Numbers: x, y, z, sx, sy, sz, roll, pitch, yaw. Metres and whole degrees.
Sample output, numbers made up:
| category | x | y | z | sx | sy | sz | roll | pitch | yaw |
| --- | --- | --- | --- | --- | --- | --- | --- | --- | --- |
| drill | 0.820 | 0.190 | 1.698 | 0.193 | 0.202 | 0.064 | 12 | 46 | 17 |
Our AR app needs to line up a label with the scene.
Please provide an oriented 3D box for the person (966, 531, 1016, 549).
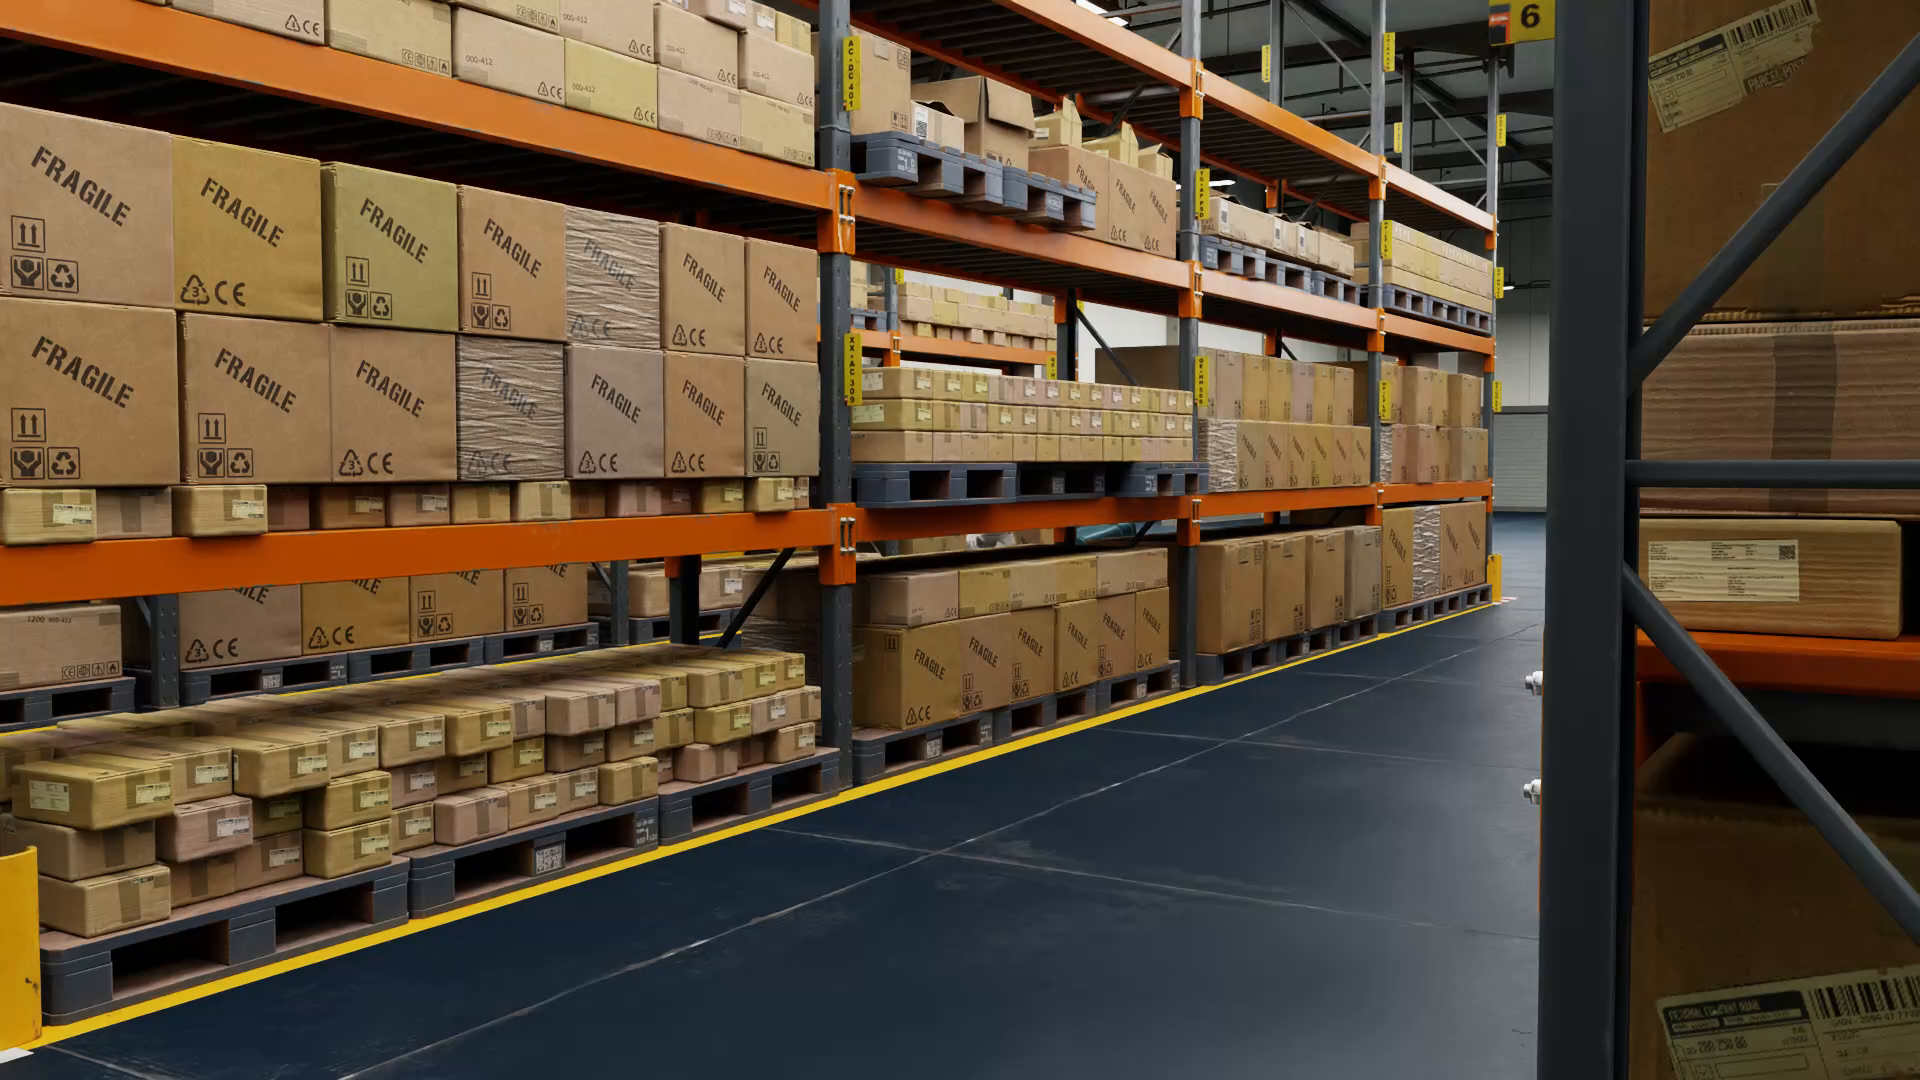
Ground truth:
| category | x | y | z | sx | sy | sz | roll | pitch | yaw |
| --- | --- | --- | --- | --- | --- | --- | --- | --- | --- |
| person | 0.240 | -0.038 | 14.031 | 0.560 | 1.772 | 0.897 | -1 | 3 | -21 |
